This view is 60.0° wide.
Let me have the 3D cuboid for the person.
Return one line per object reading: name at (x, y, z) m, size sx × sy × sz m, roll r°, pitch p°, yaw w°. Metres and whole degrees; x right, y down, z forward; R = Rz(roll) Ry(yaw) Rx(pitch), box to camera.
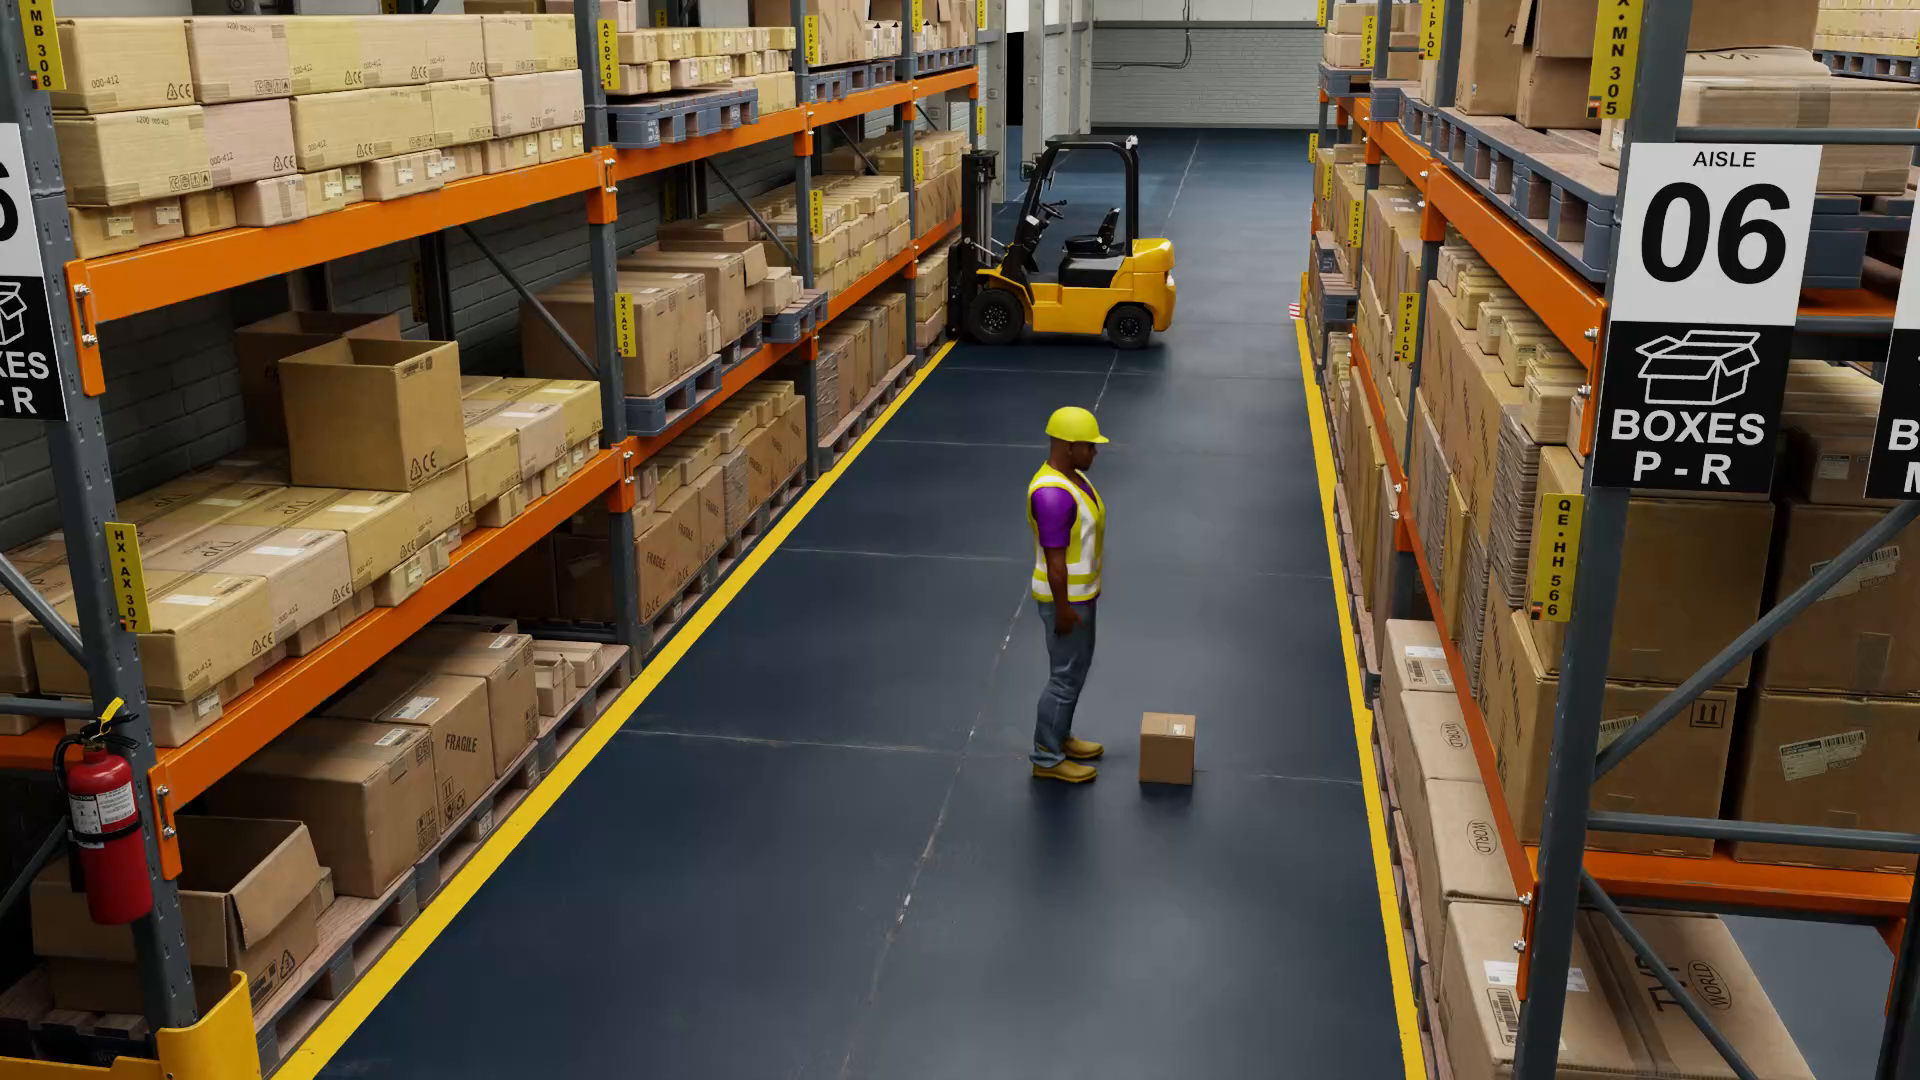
person at (0.502, 0.241, 7.766) m, size 0.362 × 1.762 × 0.566 m, roll 3°, pitch 18°, yaw 10°
